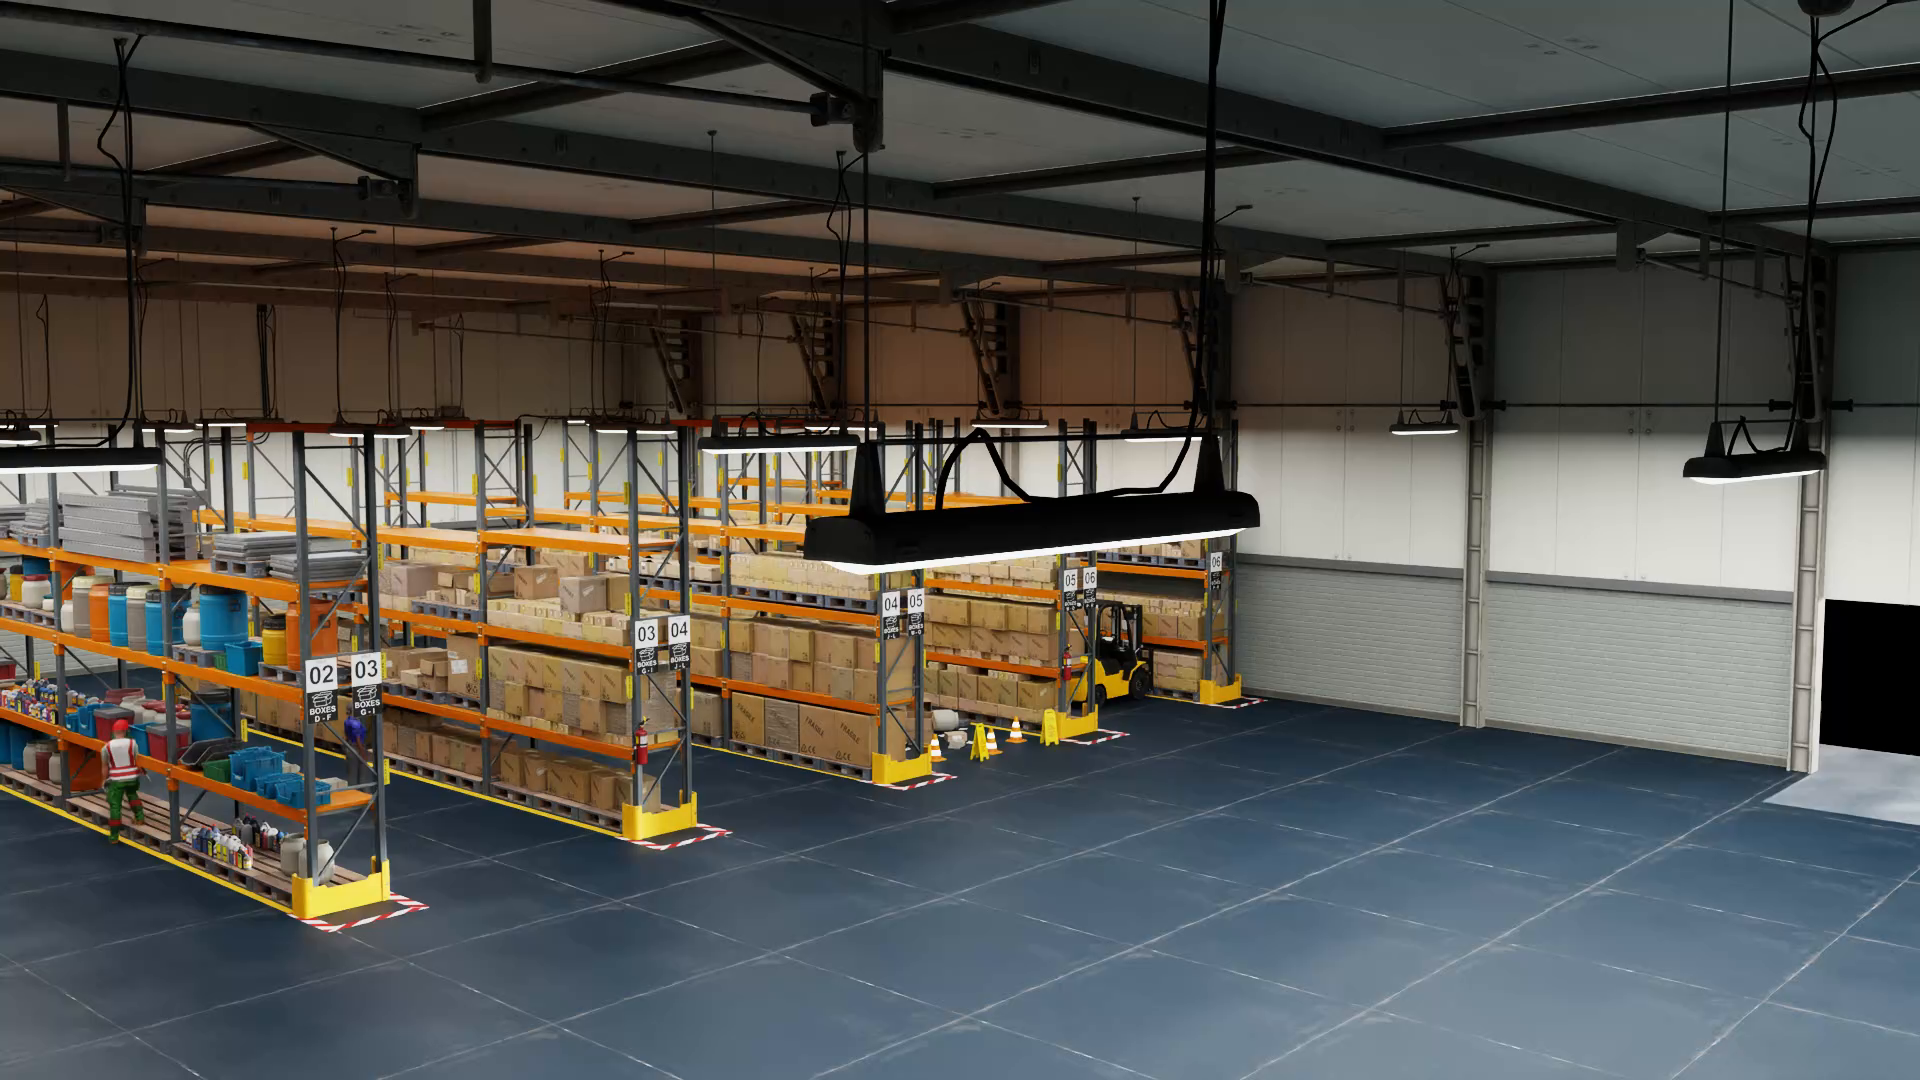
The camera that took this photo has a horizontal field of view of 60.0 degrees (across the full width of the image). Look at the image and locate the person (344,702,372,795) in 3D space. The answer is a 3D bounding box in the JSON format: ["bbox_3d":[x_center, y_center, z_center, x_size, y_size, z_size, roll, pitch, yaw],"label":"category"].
[{"bbox_3d":[-9.463,3.372,26.229,0.580,1.654,0.468,-1,5,-15],"label":"person"}]

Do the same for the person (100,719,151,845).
[{"bbox_3d":[-12.108,3.463,24.094,0.650,1.782,0.566,-4,6,-43],"label":"person"}]
